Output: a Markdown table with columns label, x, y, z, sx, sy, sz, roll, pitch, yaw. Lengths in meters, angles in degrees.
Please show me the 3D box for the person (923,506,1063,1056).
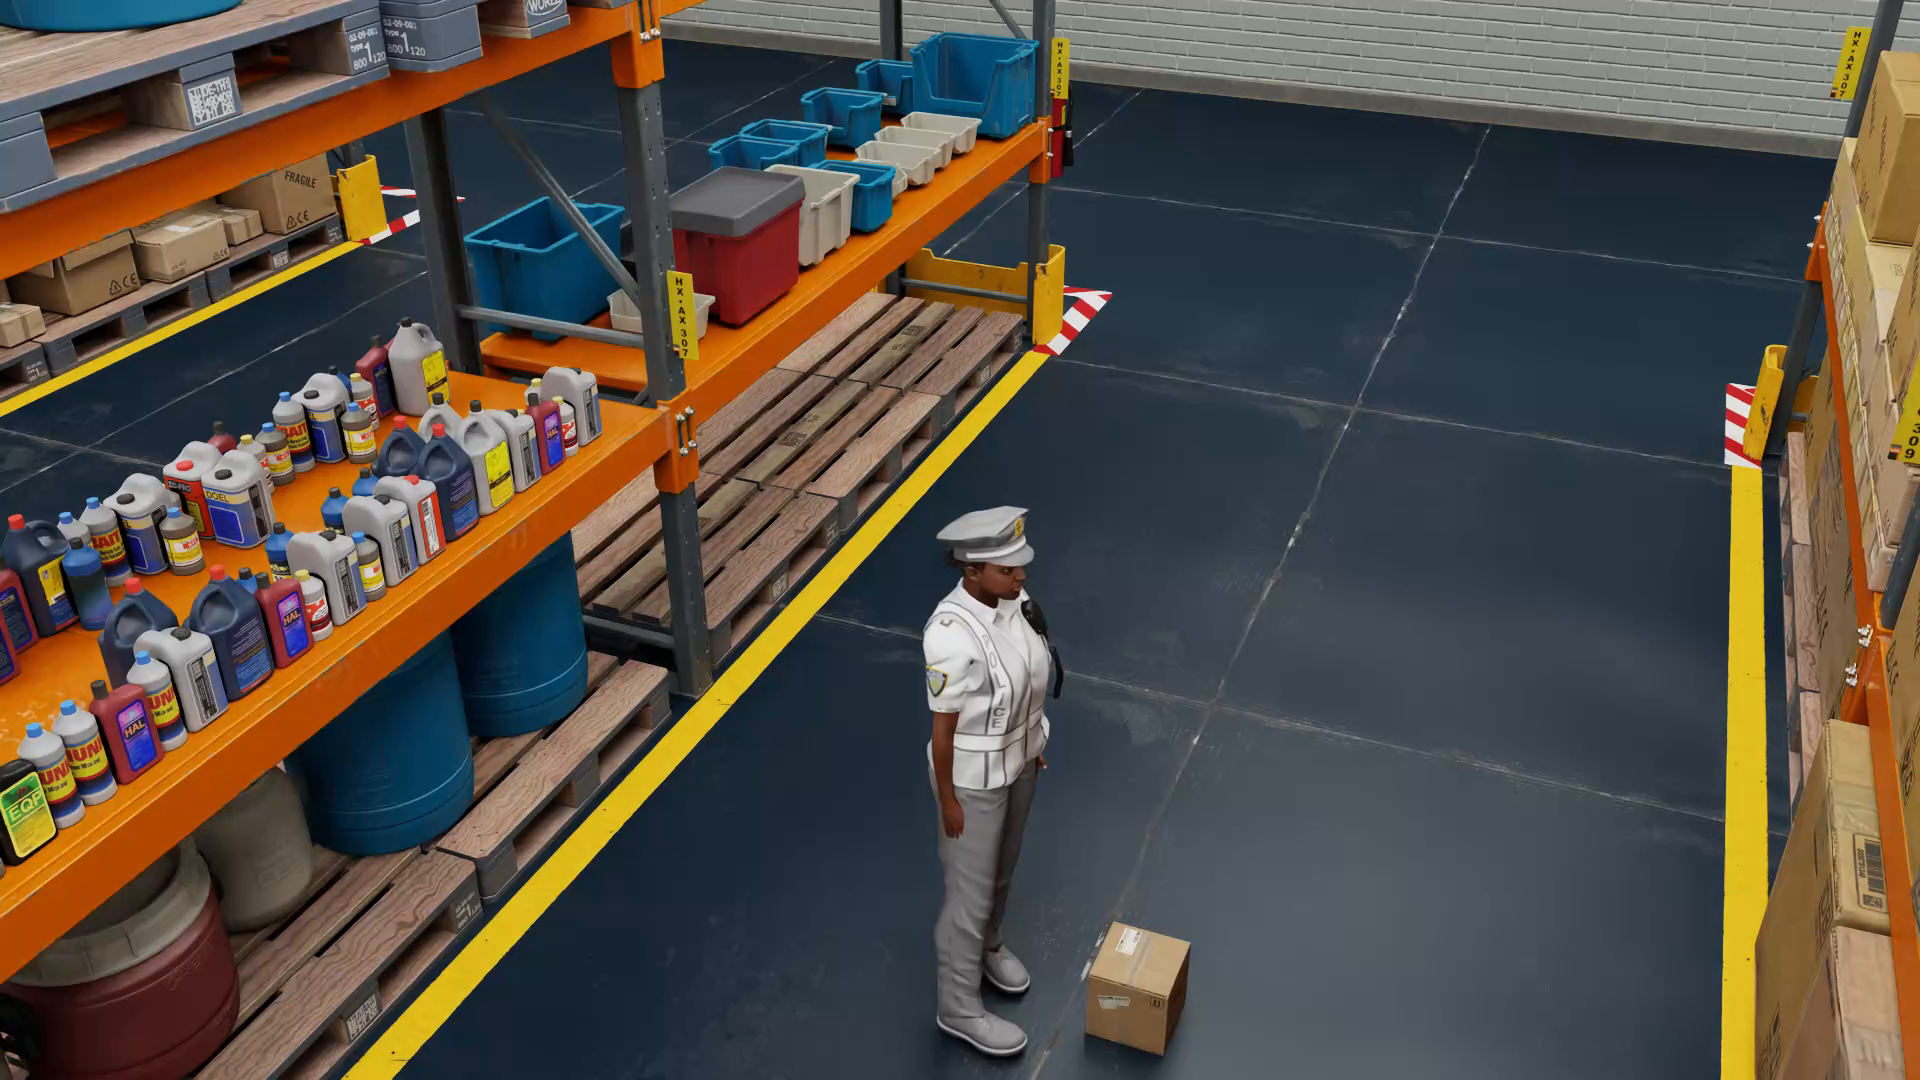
| label | x | y | z | sx | sy | sz | roll | pitch | yaw |
| --- | --- | --- | --- | --- | --- | --- | --- | --- | --- |
| person | 0.114 | 0.692 | 4.883 | 0.446 | 1.684 | 0.550 | 17 | 34 | 27 |
